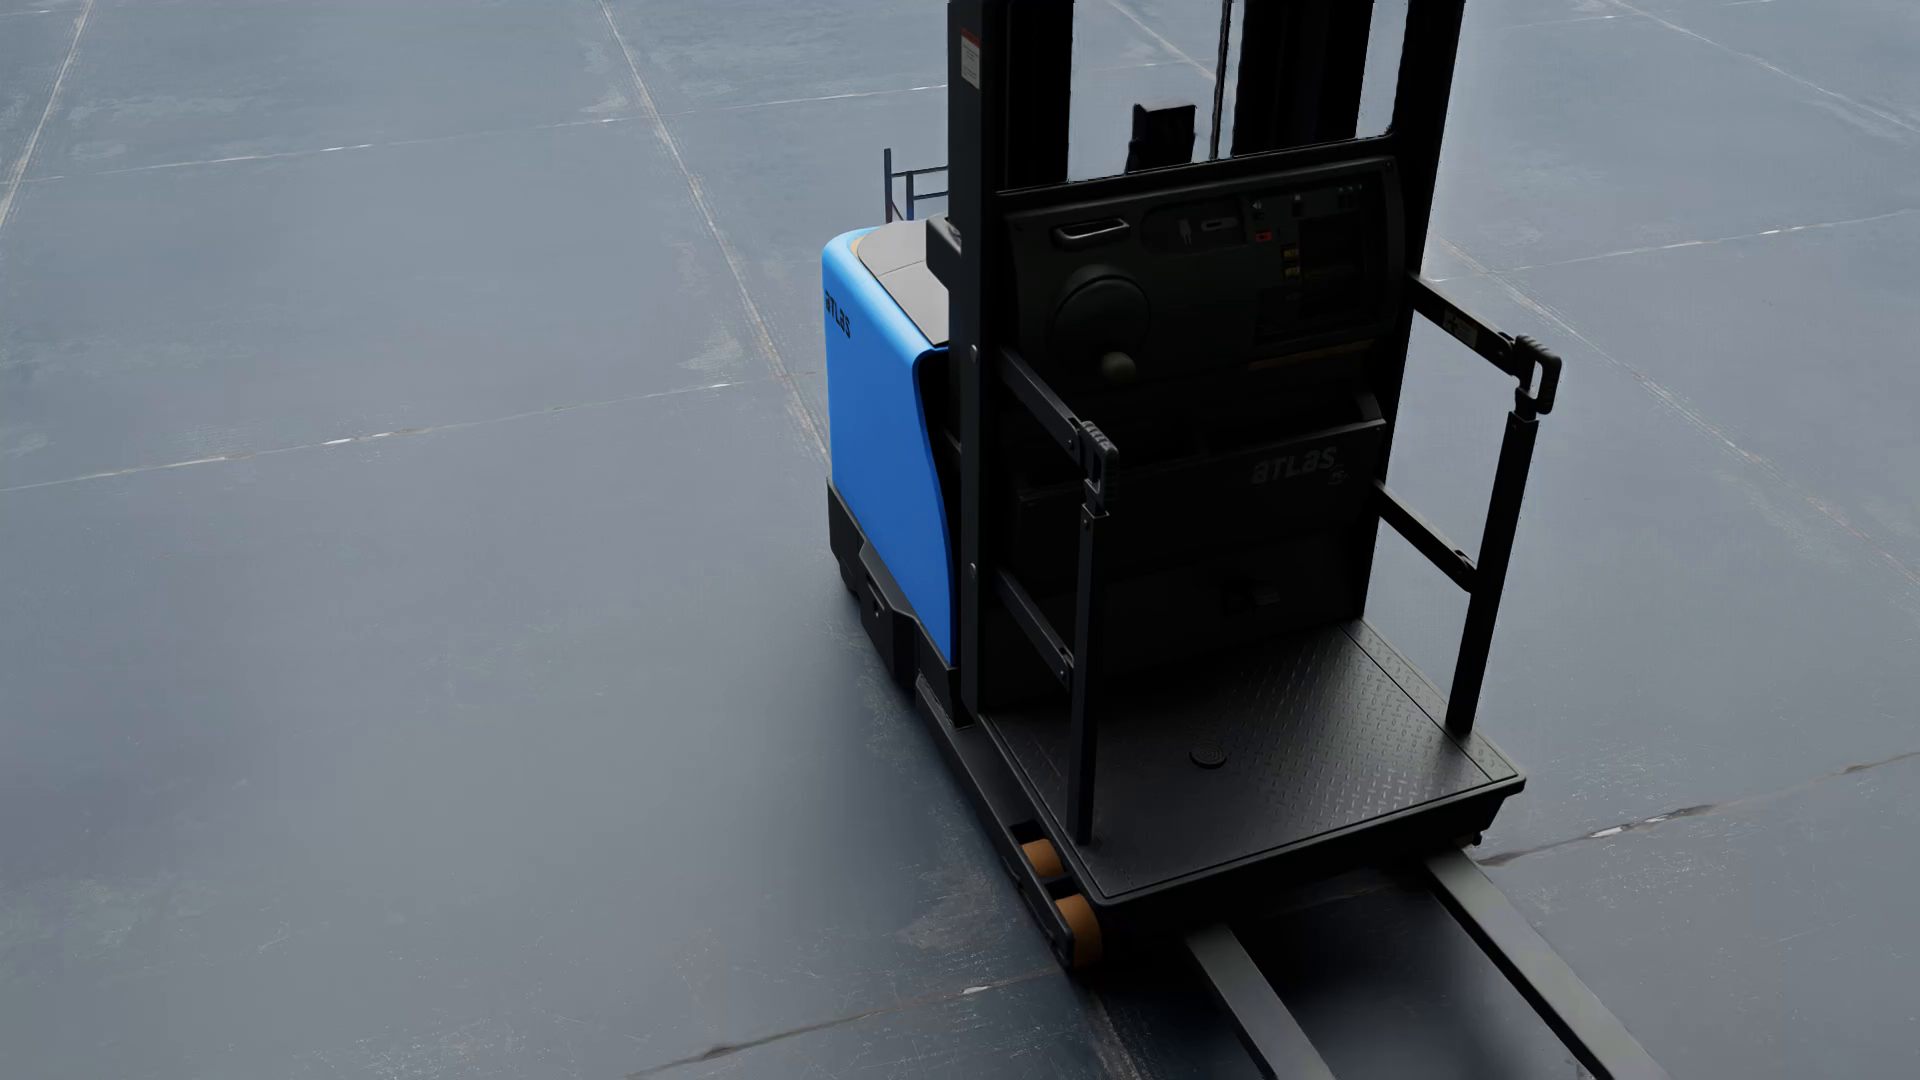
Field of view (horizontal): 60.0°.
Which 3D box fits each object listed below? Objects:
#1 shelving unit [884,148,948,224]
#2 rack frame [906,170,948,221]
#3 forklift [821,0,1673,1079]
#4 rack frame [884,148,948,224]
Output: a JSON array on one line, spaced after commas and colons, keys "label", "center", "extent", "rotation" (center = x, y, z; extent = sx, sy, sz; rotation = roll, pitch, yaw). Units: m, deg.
[{"label": "shelving unit", "center": [-0.073, -0.598, 5.067], "extent": [0.258, 1.200, 0.189], "rotation": [-12, 35, -18]}, {"label": "rack frame", "center": [-0.039, -0.552, 4.996], "extent": [0.240, 1.200, 0.006], "rotation": [-12, 35, -18]}, {"label": "forklift", "center": [0.618, -0.516, 3.372], "extent": [1.130, 2.935, 3.031], "rotation": [-12, 35, -18]}, {"label": "rack frame", "center": [-0.107, -0.645, 5.138], "extent": [0.240, 1.200, 0.006], "rotation": [-12, 35, -18]}]
